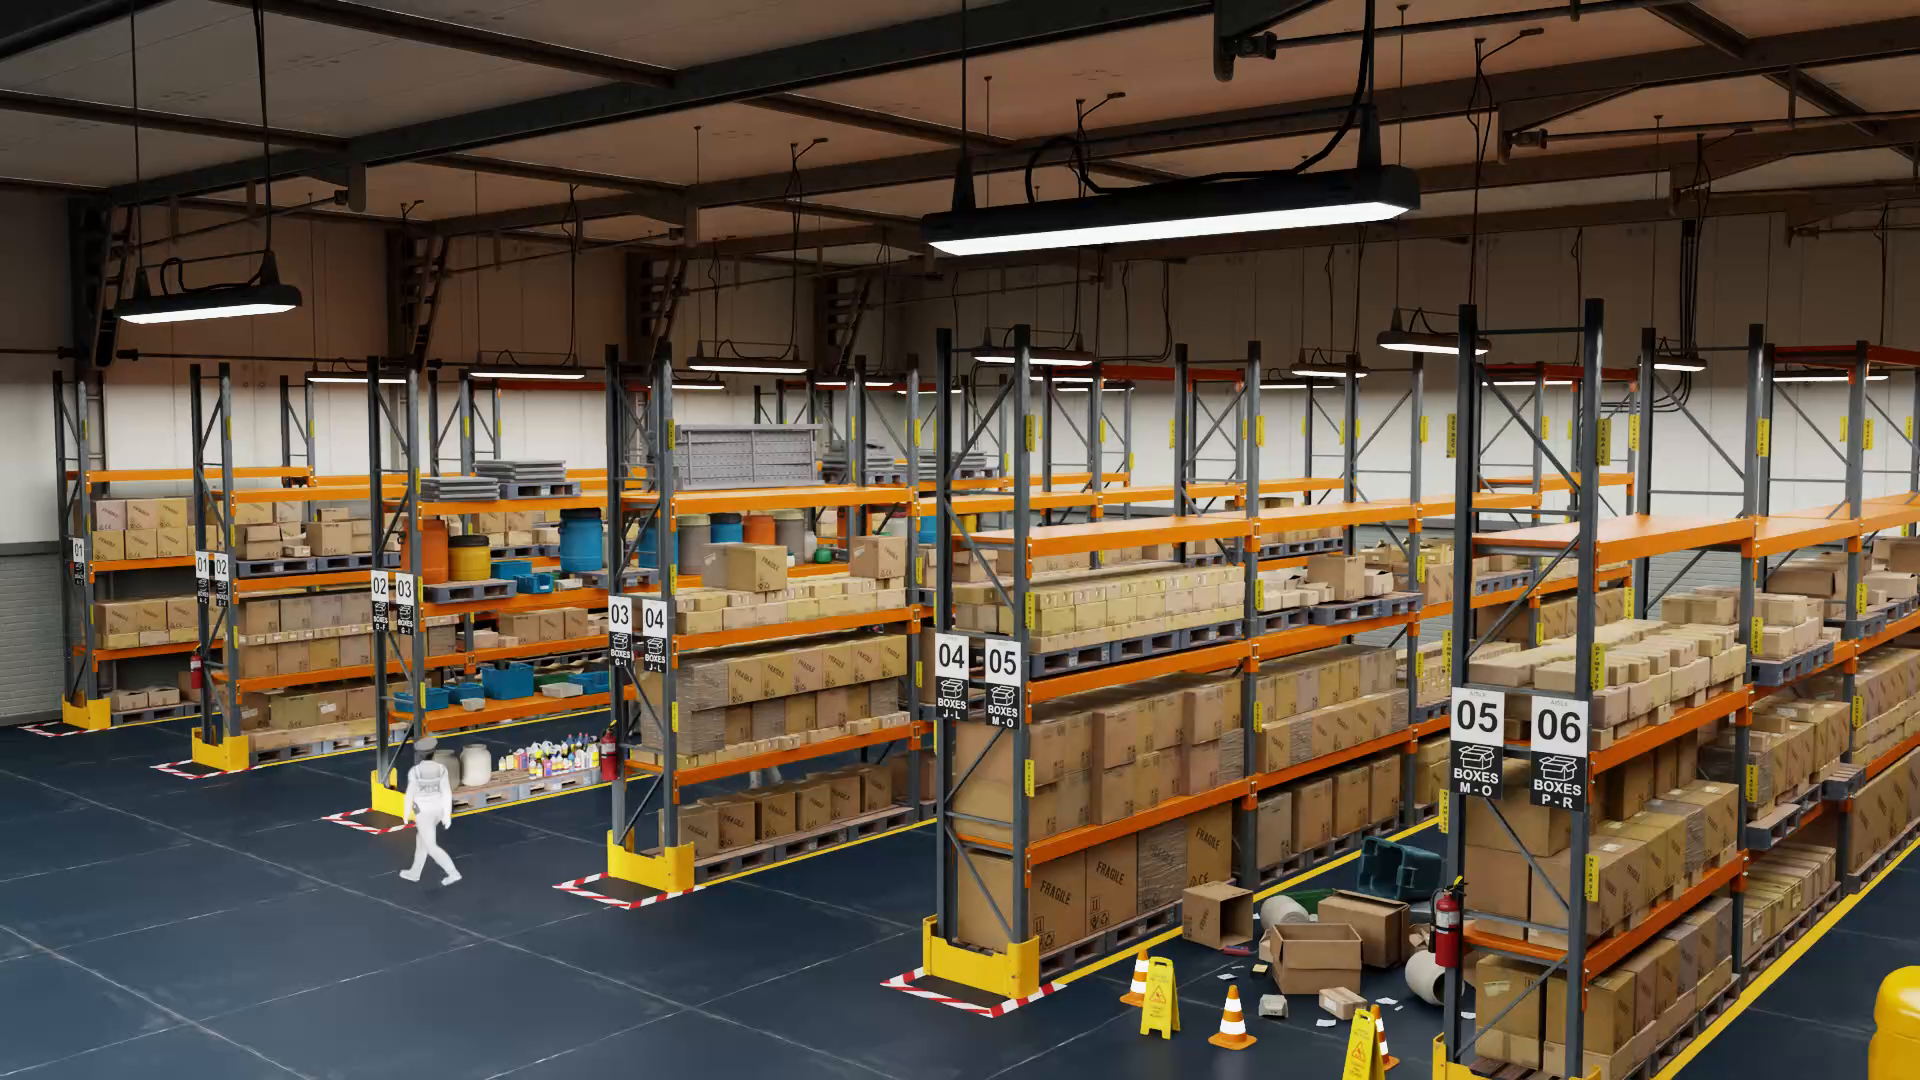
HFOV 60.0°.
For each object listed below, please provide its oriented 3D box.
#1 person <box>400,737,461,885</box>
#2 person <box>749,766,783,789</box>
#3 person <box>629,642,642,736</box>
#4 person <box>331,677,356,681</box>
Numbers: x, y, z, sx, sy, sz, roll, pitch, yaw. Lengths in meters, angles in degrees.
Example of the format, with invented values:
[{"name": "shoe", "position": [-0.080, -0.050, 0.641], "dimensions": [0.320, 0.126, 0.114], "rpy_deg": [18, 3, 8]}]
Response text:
[{"name": "person", "position": [-5.896, 3.008, 18.401], "dimensions": [0.978, 1.648, 0.404], "rpy_deg": [1, 4, 19]}, {"name": "person", "position": [-2.657, 2.643, 22.339], "dimensions": [0.451, 1.791, 0.596], "rpy_deg": [3, 5, 33]}, {"name": "person", "position": [-5.351, 2.311, 27.179], "dimensions": [0.392, 1.790, 0.675], "rpy_deg": [4, 6, 44]}, {"name": "person", "position": [-10.861, 2.189, 29.191], "dimensions": [0.715, 1.821, 0.578], "rpy_deg": [-4, 6, -44]}]
